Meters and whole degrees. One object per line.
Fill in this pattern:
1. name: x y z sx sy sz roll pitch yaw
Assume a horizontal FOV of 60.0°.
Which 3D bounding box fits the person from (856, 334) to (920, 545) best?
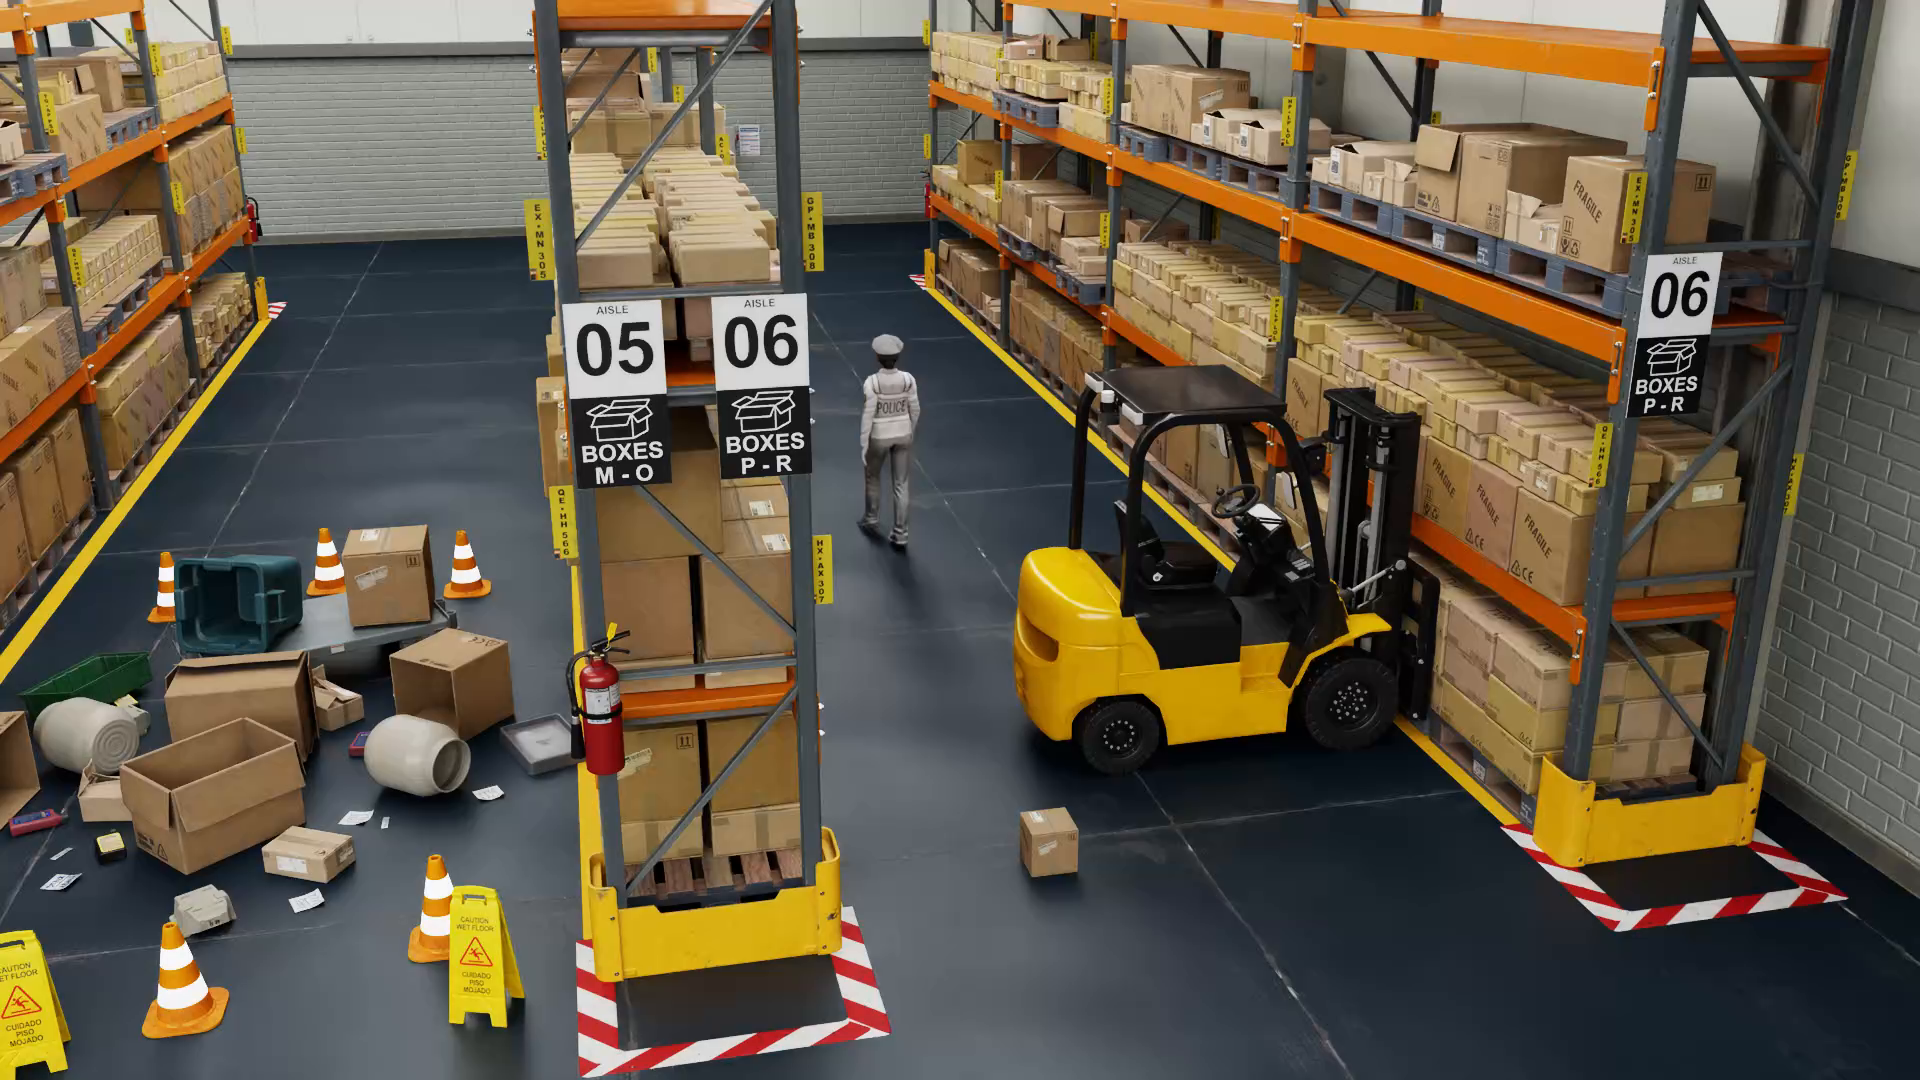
1. person: -0.582 -0.824 13.326 0.525 1.695 0.810 -5 20 -15
